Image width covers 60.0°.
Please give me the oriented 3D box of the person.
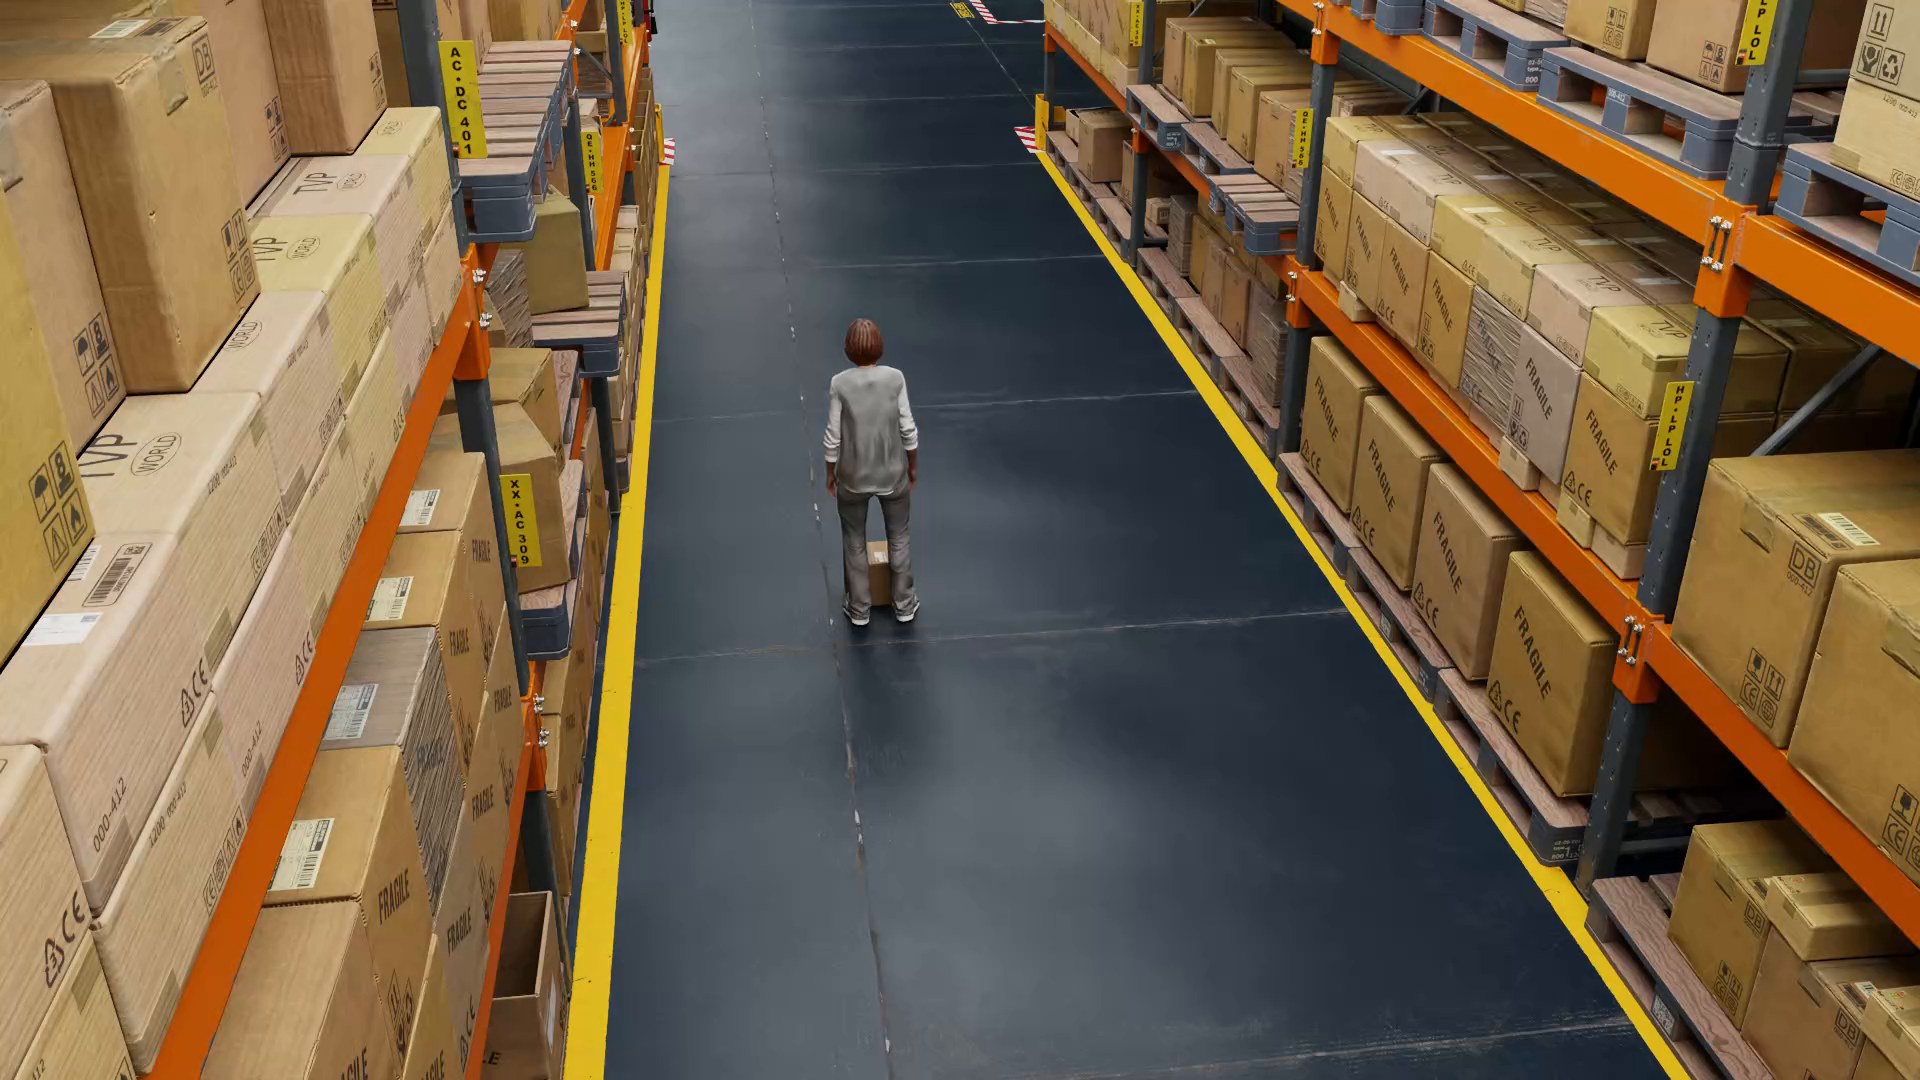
[{"bbox_3d":[-0.434,-0.311,8.228,0.467,1.592,0.350,-4,28,-8],"label":"person"}]
